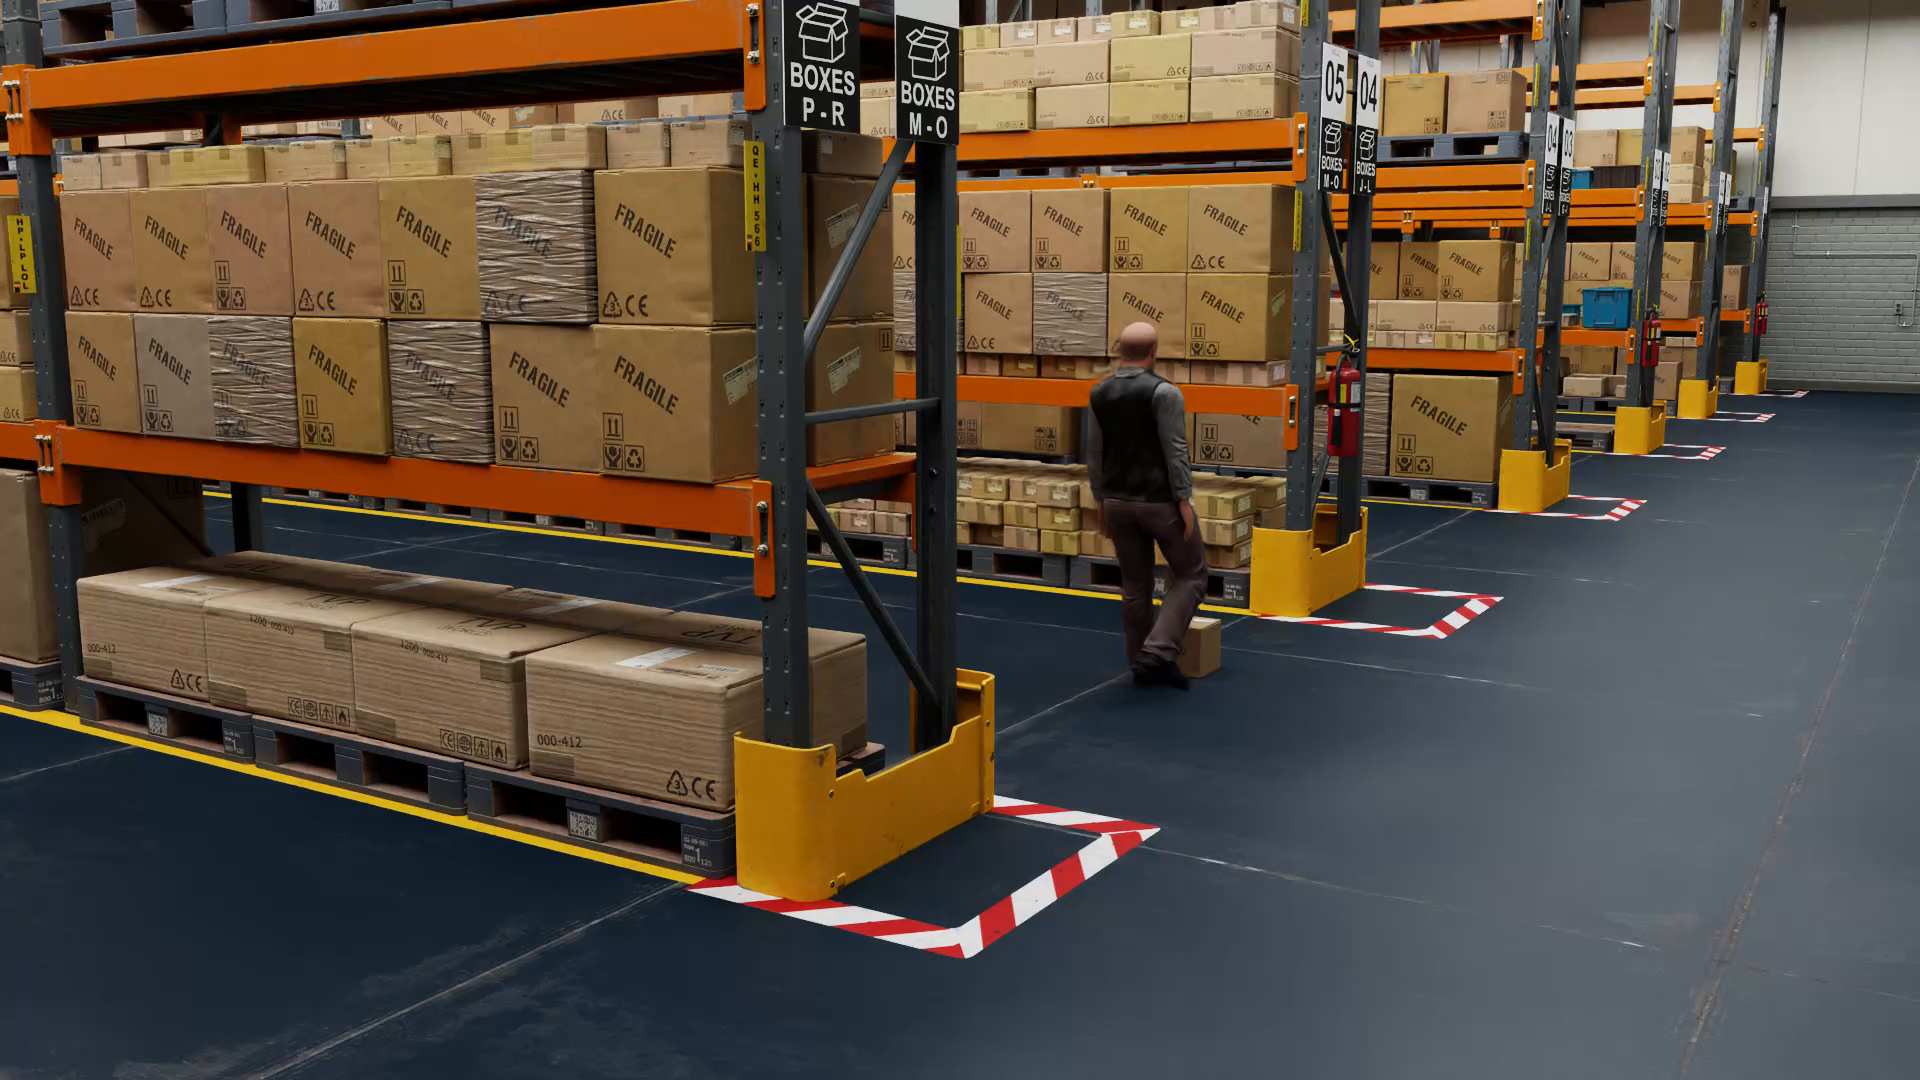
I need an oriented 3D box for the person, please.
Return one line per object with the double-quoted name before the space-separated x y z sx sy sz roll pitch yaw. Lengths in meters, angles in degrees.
"person" 0.918 -0.147 7.812 0.578 1.747 0.480 7 12 38
